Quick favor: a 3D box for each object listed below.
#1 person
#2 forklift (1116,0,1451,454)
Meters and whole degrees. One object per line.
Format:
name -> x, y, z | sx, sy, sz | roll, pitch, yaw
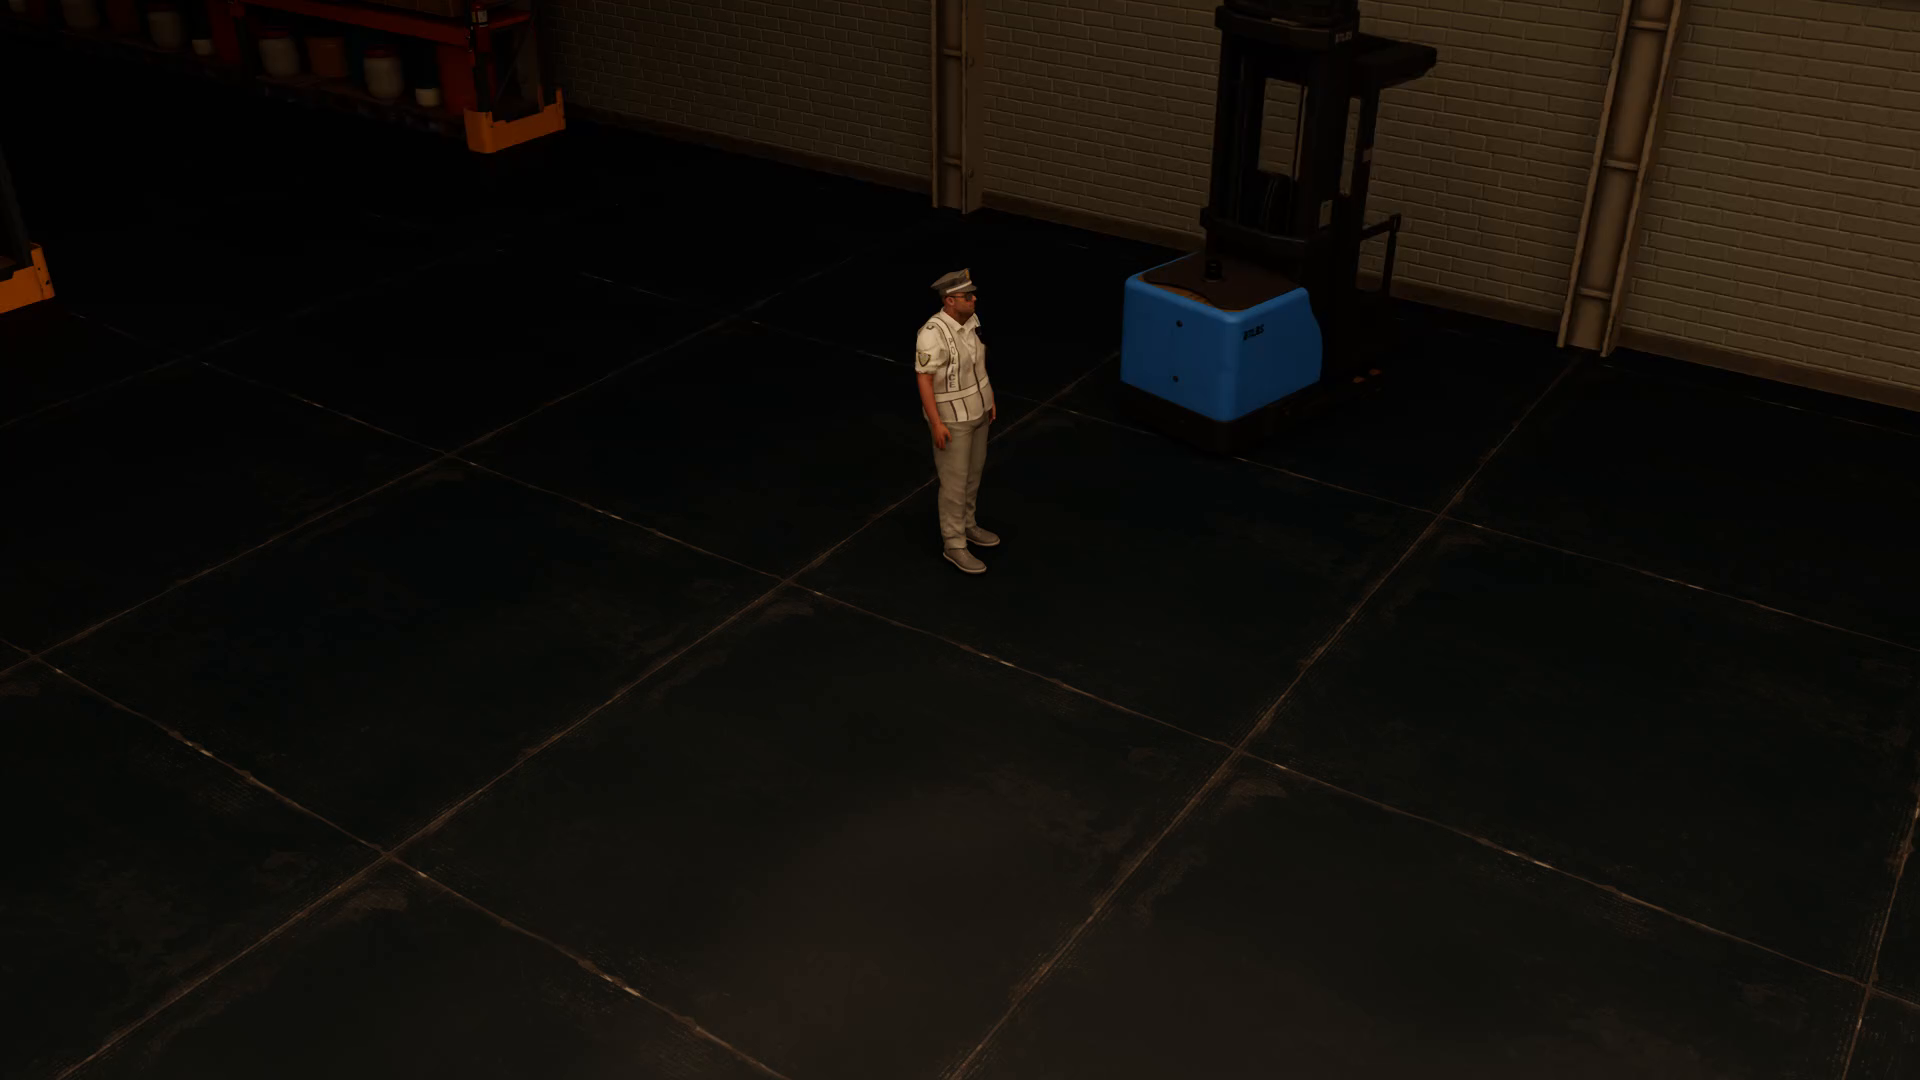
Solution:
person -> 0.059, -0.751, 10.003 | 0.574, 1.781, 0.641 | 19, 35, 29
forklift -> 2.548, -2.479, 11.850 | 3.031, 2.935, 1.130 | -25, 38, -36
